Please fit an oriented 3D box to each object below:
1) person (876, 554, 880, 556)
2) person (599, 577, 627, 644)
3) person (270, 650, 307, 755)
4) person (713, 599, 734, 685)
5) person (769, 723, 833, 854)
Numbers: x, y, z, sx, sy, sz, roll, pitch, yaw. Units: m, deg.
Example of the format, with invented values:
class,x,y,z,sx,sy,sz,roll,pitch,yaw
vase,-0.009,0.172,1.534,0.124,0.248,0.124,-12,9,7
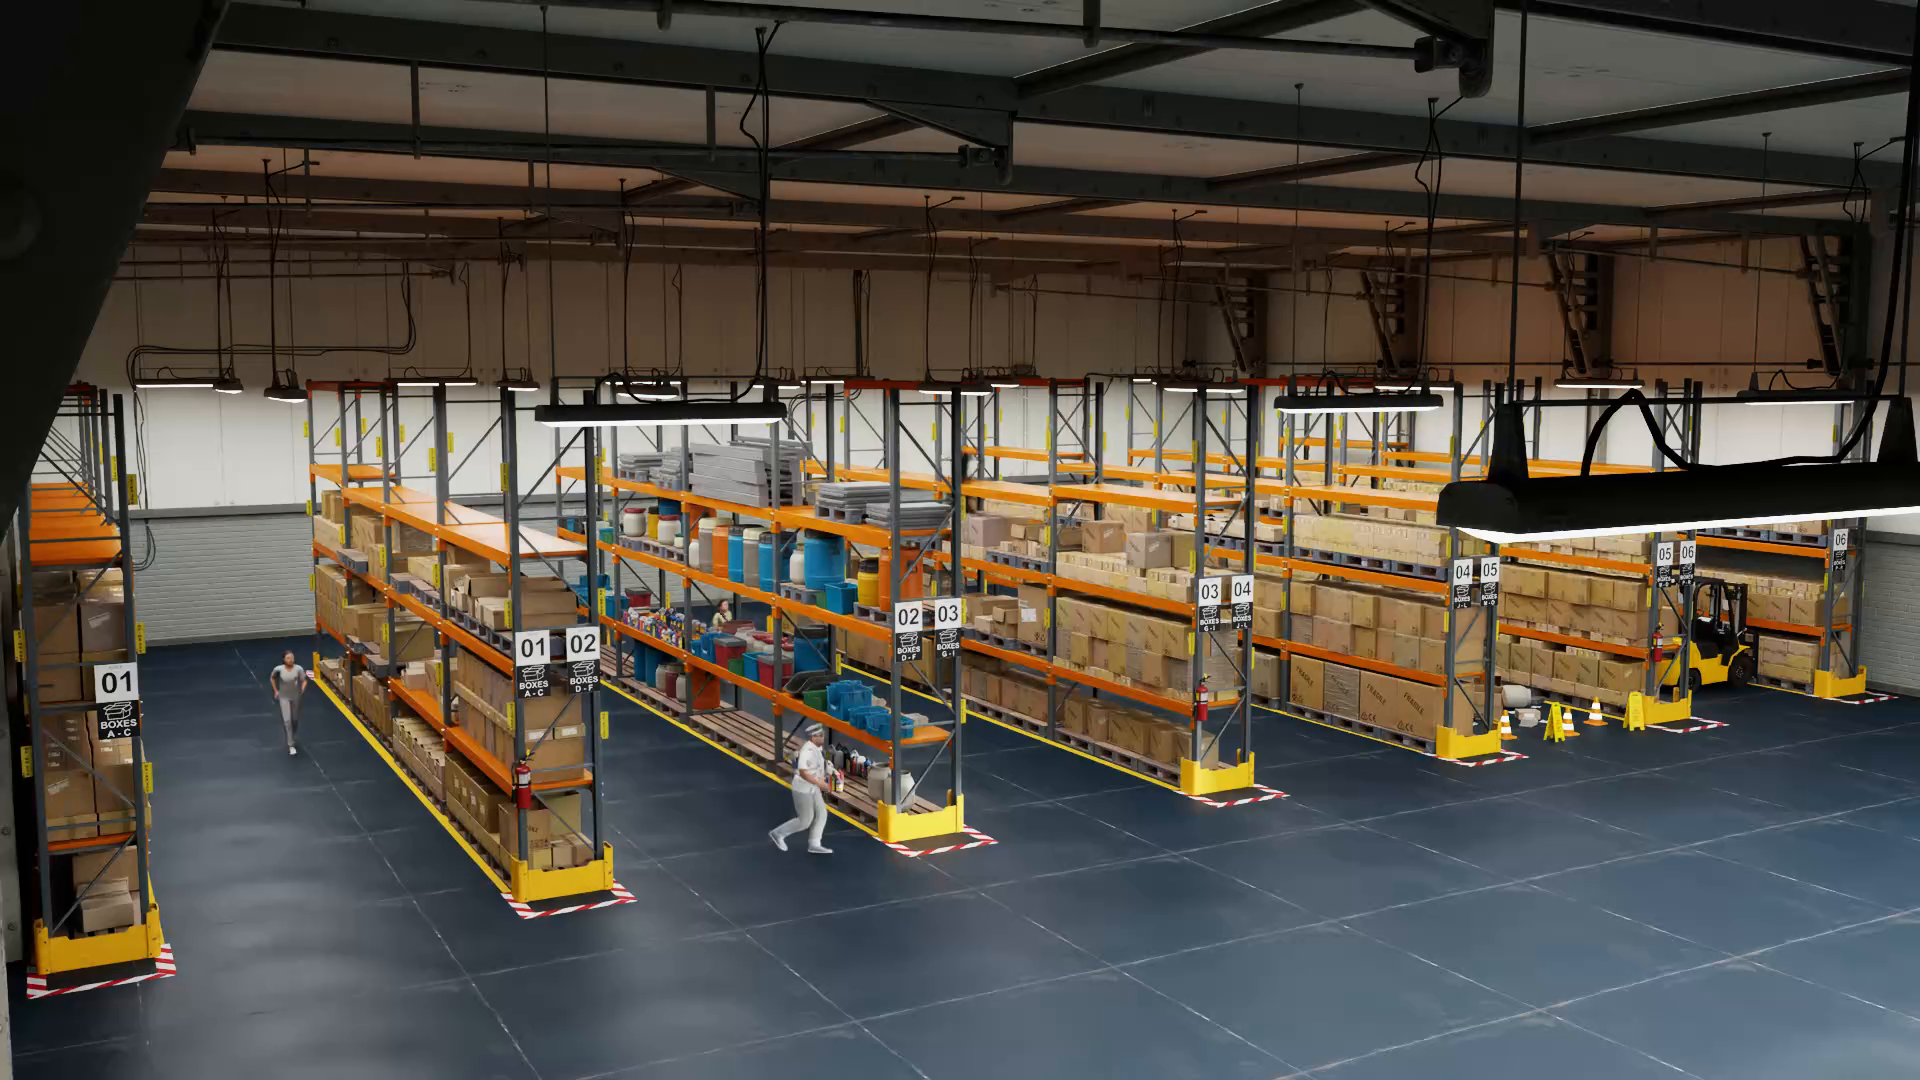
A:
class,x,y,z,sx,sy,sz,roll,pitch,yaw
person,-1.912,1.139,39.751,0.675,1.645,0.850,-4,7,-32
person,-7.889,1.573,37.290,0.731,1.609,0.655,0,6,-4
person,-10.992,2.610,27.253,0.540,1.666,0.951,-4,7,-31
person,-4.674,2.006,32.902,0.533,1.713,0.804,-4,7,-34
person,-2.049,3.203,21.434,0.819,1.734,0.660,1,6,10
